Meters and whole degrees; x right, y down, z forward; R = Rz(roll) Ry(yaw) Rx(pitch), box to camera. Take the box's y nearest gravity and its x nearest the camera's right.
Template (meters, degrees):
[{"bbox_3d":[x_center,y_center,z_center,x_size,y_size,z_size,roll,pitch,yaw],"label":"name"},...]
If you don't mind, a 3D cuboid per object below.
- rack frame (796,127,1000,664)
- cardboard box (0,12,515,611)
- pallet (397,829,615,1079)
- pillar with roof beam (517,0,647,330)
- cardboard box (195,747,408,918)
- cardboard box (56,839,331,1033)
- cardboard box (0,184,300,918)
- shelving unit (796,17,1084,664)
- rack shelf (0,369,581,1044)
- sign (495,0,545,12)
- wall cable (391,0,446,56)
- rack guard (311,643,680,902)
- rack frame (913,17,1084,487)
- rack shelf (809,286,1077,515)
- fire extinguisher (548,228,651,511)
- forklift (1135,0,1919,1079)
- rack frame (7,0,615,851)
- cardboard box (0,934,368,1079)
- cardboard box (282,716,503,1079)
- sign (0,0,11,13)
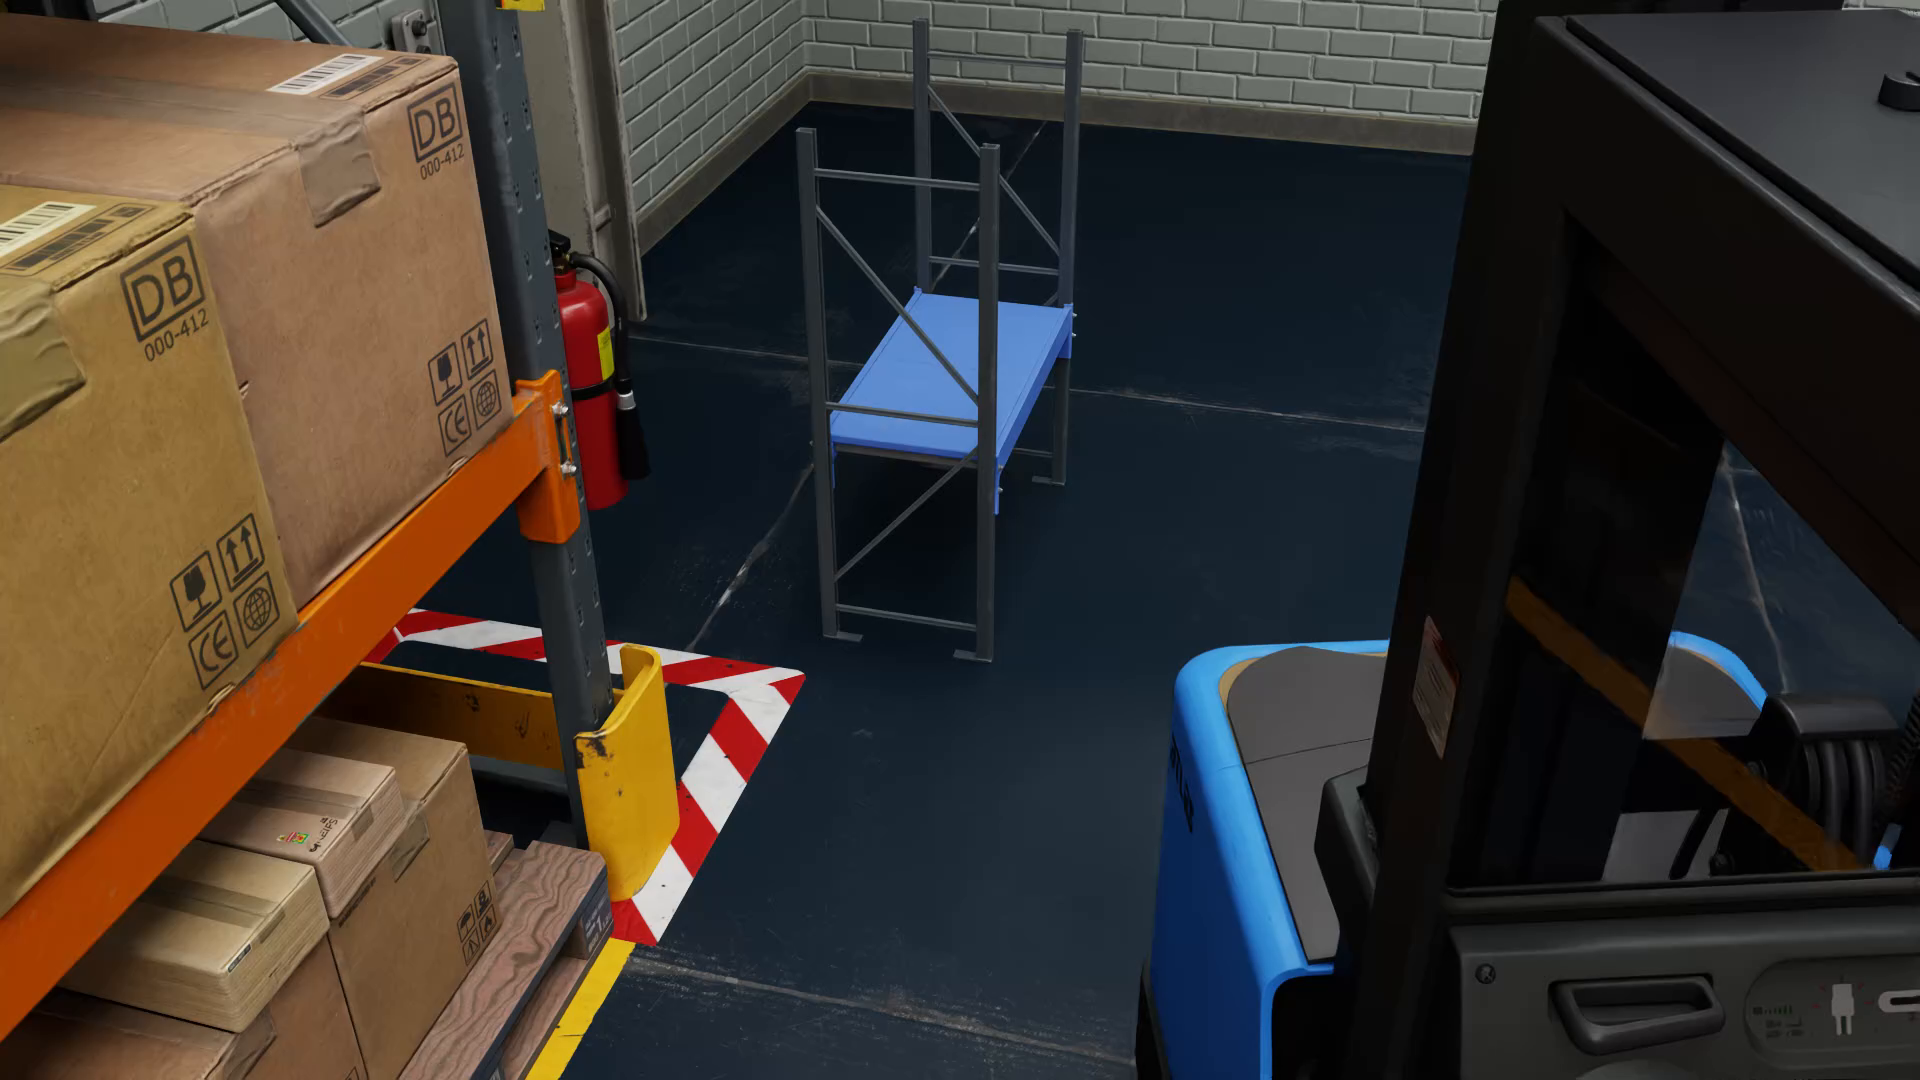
[{"bbox_3d":[-0.151,-0.325,4.363,0.500,1.500,0.032,8,33,12],"label":"rack frame"},{"bbox_3d":[-1.418,-0.423,2.840,0.980,0.700,0.700,10,34,15],"label":"cardboard box"},{"bbox_3d":[-1.425,1.040,3.417,1.003,0.211,1.213,8,33,12],"label":"pallet"},{"bbox_3d":[2.715,-4.027,3.196,9.100,9.000,0.400,8,33,12],"label":"pillar with roof beam"},{"bbox_3d":[-1.235,0.510,2.986,0.380,0.149,0.250,8,33,12],"label":"cardboard box"},{"bbox_3d":[-1.299,0.643,2.777,0.380,0.149,0.250,9,34,14],"label":"cardboard box"},{"bbox_3d":[-1.591,-0.044,2.243,0.980,0.700,0.700,8,33,12],"label":"cardboard box"},{"bbox_3d":[-0.022,-0.589,4.778,0.538,1.500,1.048,8,33,12],"label":"shelving unit"},{"bbox_3d":[-1.805,0.779,1.899,1.077,0.370,4.000,8,33,12],"label":"rack shelf"},{"bbox_3d":[-0.776,-1.070,2.837,0.100,0.325,0.005,8,33,12],"label":"sign"},{"bbox_3d":[-1.888,-1.784,4.314,0.084,1.984,1.851,8,33,12],"label":"wall cable"},{"bbox_3d":[-1.292,0.480,4.029,1.175,0.500,0.348,8,33,12],"label":"rack guard"},{"bbox_3d":[0.107,-0.852,5.193,0.500,1.500,0.032,8,33,12],"label":"rack frame"},{"bbox_3d":[-0.022,-0.437,4.875,0.538,0.185,1.000,8,33,12],"label":"rack shelf"},{"bbox_3d":[-0.813,-0.388,3.484,0.296,0.674,0.183,8,33,12],"label":"fire extinguisher"},{"bbox_3d":[0.977,0.630,1.527,1.130,2.935,3.031,-2,32,-3],"label":"forklift"},{"bbox_3d":[-1.298,-0.562,3.339,1.000,3.000,0.127,8,33,12],"label":"rack frame"},{"bbox_3d":[-1.506,0.952,2.895,0.700,0.500,0.500,8,33,12],"label":"cardboard box"},{"bbox_3d":[-1.379,0.692,3.304,0.700,0.500,0.500,8,33,12],"label":"cardboard box"},{"bbox_3d":[-1.833,-1.040,3.209,0.100,0.325,0.005,8,33,12],"label":"sign"}]
